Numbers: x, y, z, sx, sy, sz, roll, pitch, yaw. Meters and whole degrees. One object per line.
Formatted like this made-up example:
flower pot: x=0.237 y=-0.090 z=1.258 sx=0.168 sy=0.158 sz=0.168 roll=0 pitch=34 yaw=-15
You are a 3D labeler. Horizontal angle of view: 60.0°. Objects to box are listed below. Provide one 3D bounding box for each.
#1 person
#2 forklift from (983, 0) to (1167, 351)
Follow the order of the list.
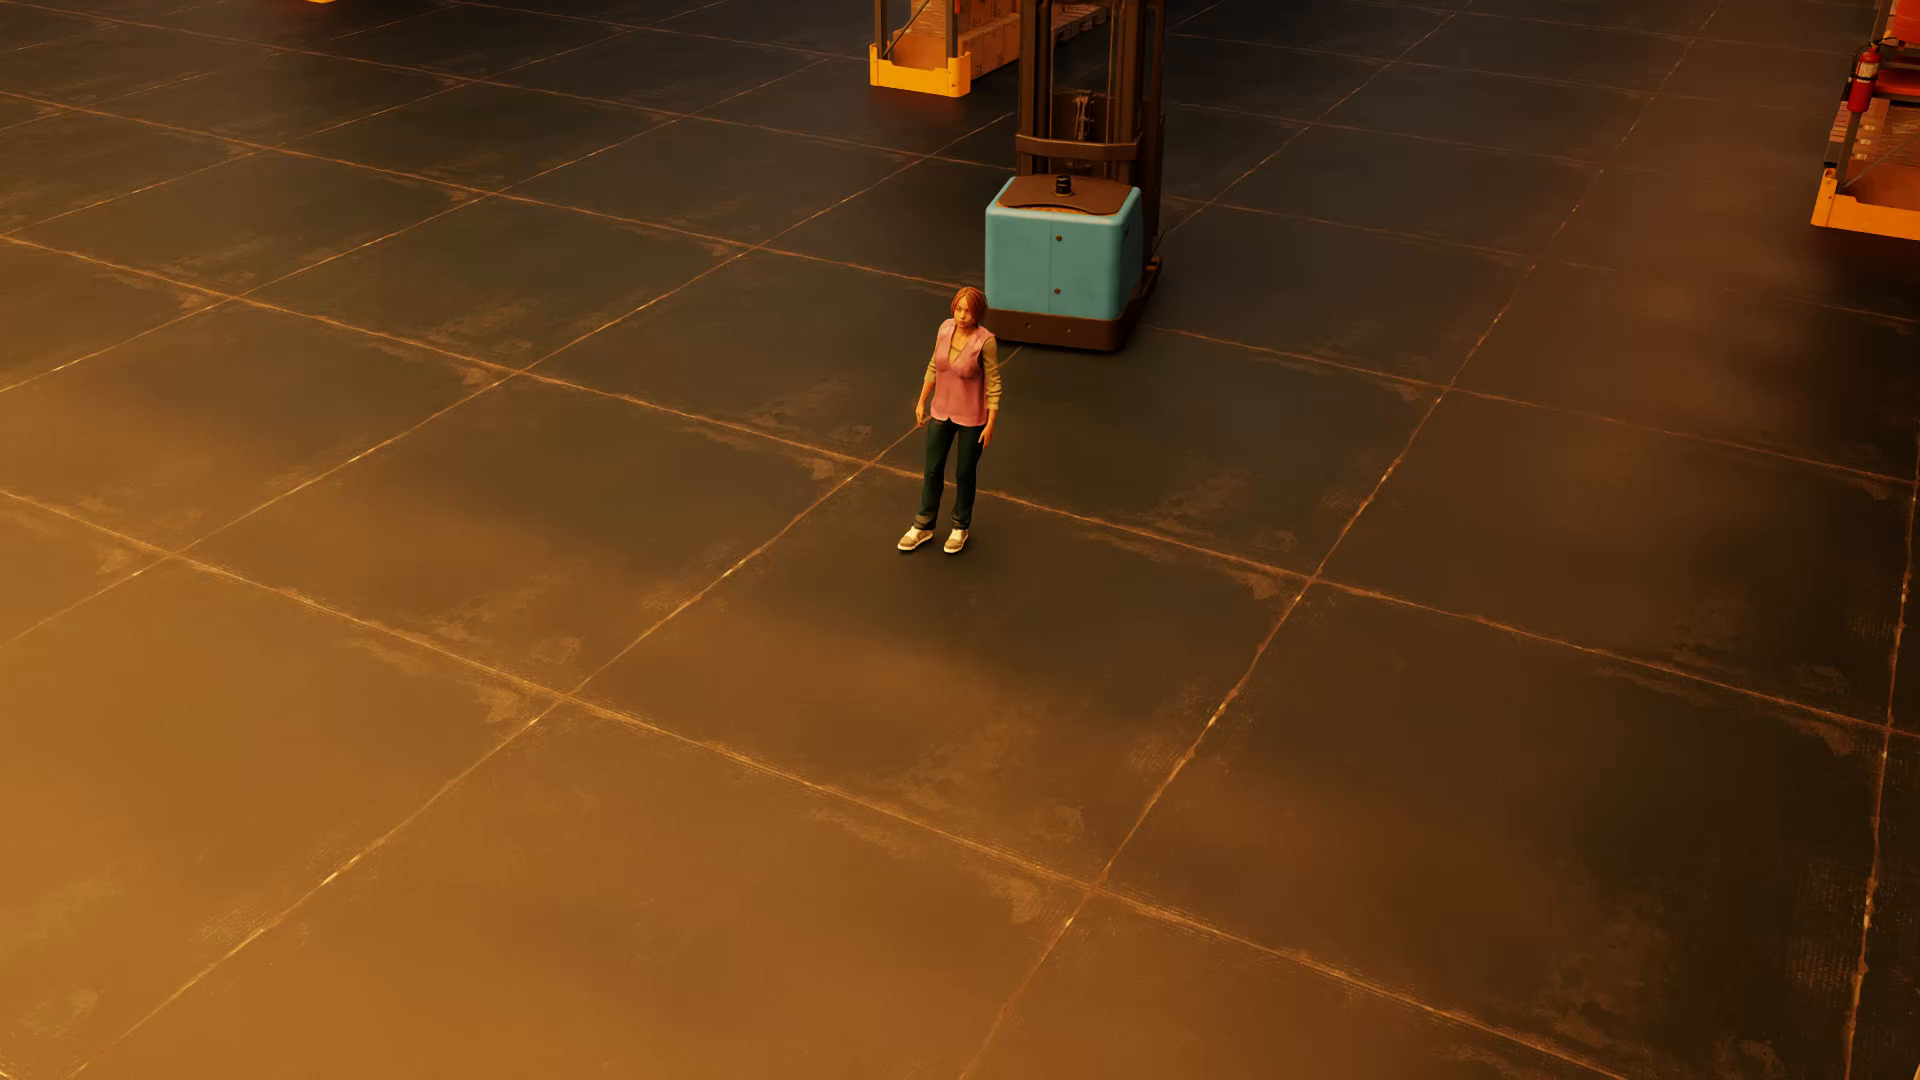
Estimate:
person: x=-0.048 y=-0.669 z=9.550 sx=0.520 sy=1.597 sz=0.476 roll=15 pitch=33 yaw=25
forklift: x=1.052 y=-3.390 z=12.944 sx=1.130 sy=2.935 sz=3.031 roll=8 pitch=31 yaw=13
